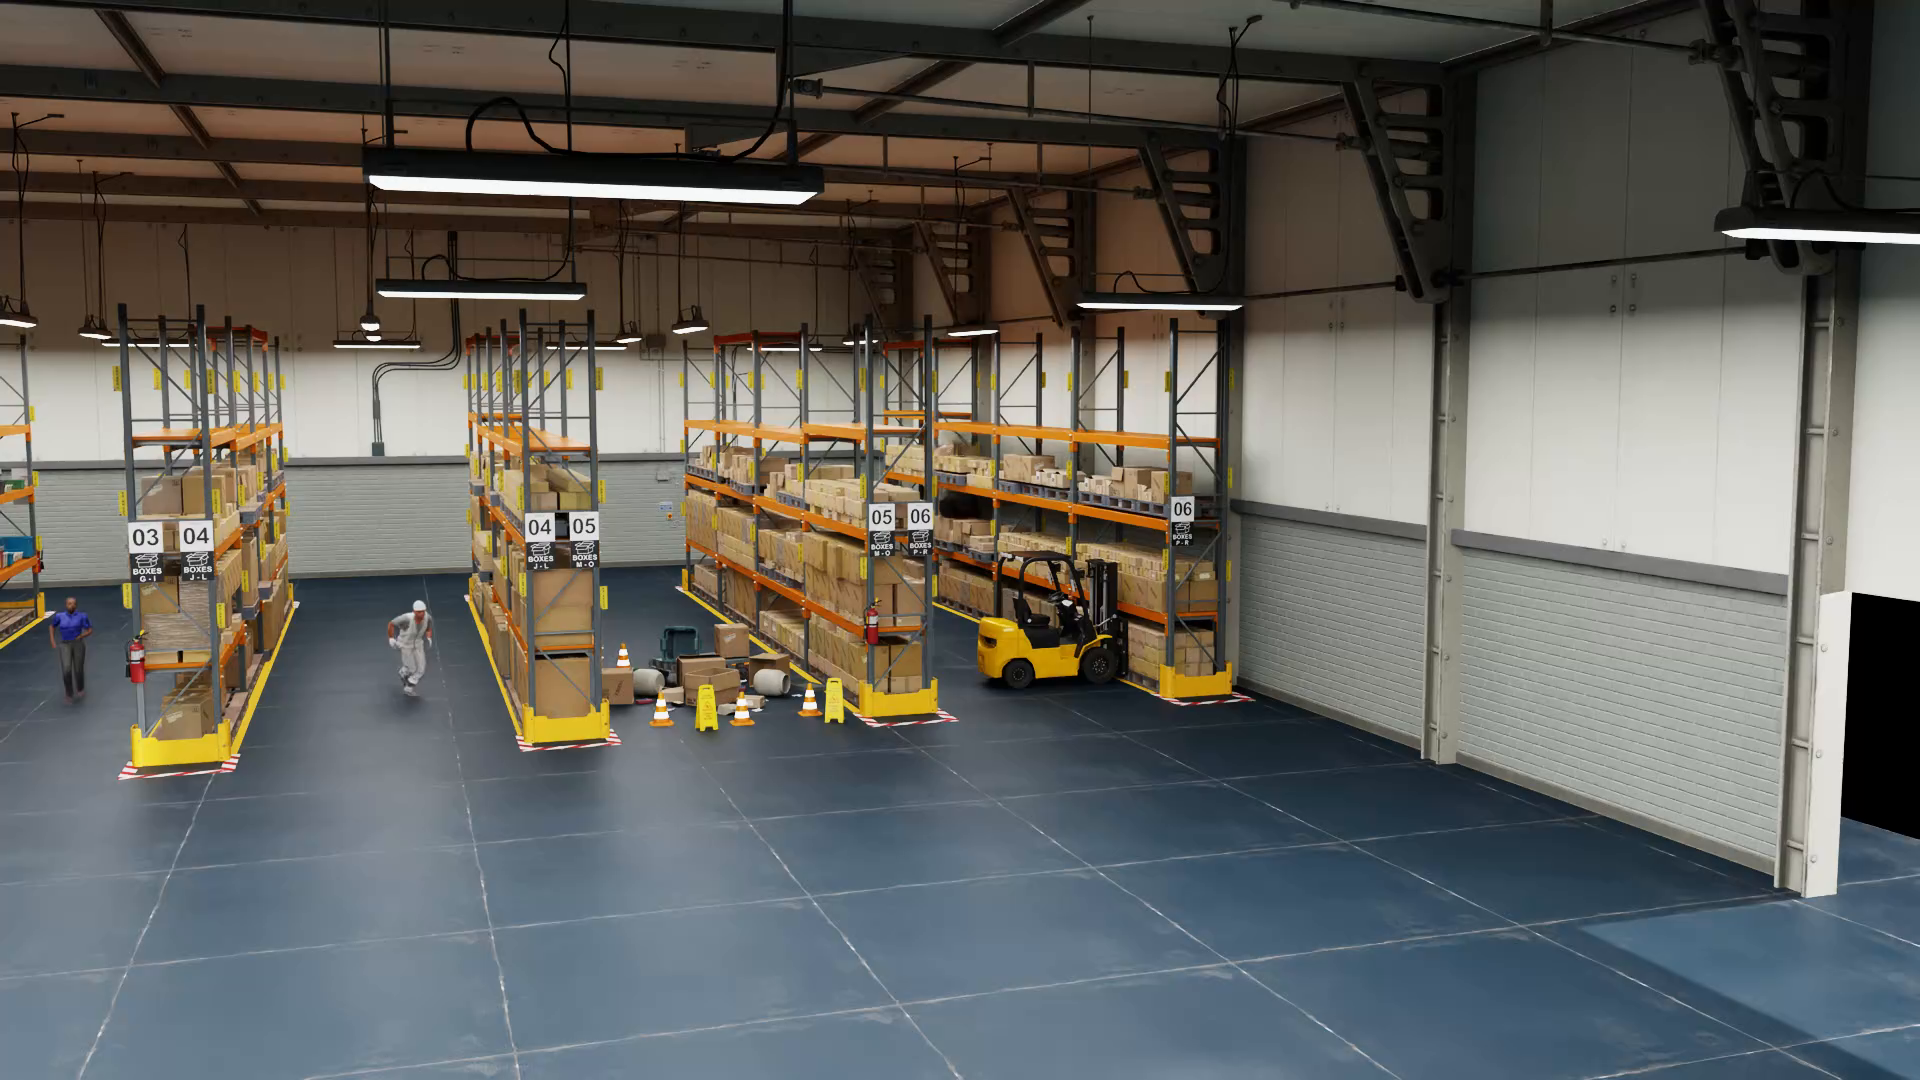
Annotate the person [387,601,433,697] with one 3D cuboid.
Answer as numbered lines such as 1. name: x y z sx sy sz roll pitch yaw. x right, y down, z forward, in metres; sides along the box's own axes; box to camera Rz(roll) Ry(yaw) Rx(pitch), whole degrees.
1. person: -8.711 1.725 26.369 0.686 1.583 0.896 -5 7 -43

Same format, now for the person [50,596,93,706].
1. person: -13.869 1.735 25.984 0.586 1.721 0.725 -3 6 -30
